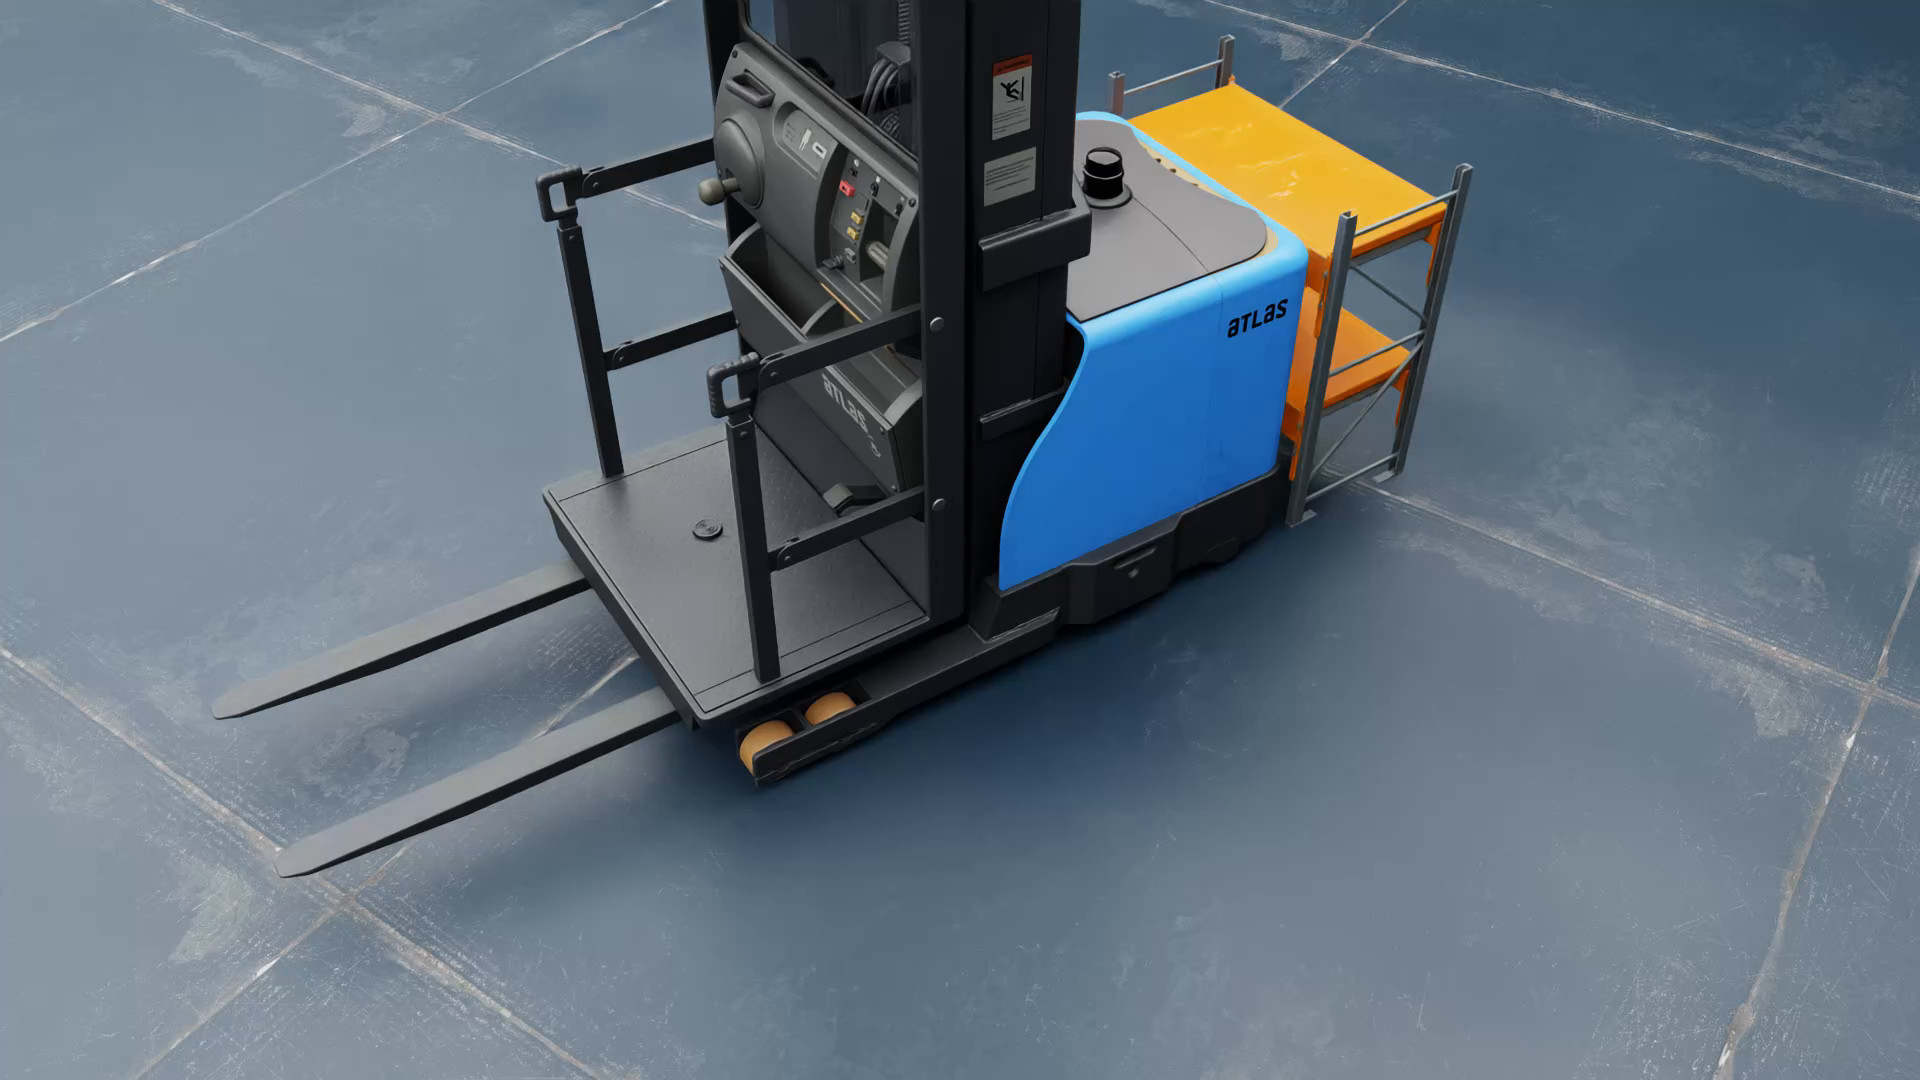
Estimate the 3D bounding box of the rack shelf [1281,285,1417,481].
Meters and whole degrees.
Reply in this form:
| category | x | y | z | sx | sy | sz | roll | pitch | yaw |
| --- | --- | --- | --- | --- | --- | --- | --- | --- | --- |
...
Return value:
| category | x | y | z | sx | sy | sz | roll | pitch | yaw |
| --- | --- | --- | --- | --- | --- | --- | --- | --- | --- |
| rack shelf | 0.964 | -0.656 | 5.505 | 0.538 | 0.278 | 1.000 | -25 | 47 | -25 |

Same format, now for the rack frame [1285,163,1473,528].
| category | x | y | z | sx | sy | sz | roll | pitch | yaw |
| --- | --- | --- | --- | --- | --- | --- | --- | --- | --- |
| rack frame | 1.253 | -0.559 | 5.030 | 0.500 | 1.125 | 0.032 | -25 | 47 | -25 |

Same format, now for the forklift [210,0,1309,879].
| category | x | y | z | sx | sy | sz | roll | pitch | yaw |
| --- | --- | --- | --- | --- | --- | --- | --- | --- | --- |
| forklift | -0.541 | -0.842 | 3.993 | 3.031 | 2.935 | 1.130 | -23 | 47 | -24 |

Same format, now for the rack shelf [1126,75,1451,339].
| category | x | y | z | sx | sy | sz | roll | pitch | yaw |
| --- | --- | --- | --- | --- | --- | --- | --- | --- | --- |
| rack shelf | 0.965 | -1.057 | 5.147 | 0.538 | 0.278 | 1.000 | -25 | 47 | -25 |

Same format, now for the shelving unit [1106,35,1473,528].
| category | x | y | z | sx | sy | sz | roll | pitch | yaw |
| --- | --- | --- | --- | --- | --- | --- | --- | --- | --- |
| shelving unit | 0.964 | -0.838 | 5.342 | 0.538 | 1.125 | 1.048 | -25 | 47 | -25 |

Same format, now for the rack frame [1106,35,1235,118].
| category | x | y | z | sx | sy | sz | roll | pitch | yaw |
| --- | --- | --- | --- | --- | --- | --- | --- | --- | --- |
| rack frame | 0.676 | -1.117 | 5.654 | 0.500 | 1.125 | 0.032 | -25 | 47 | -25 |
